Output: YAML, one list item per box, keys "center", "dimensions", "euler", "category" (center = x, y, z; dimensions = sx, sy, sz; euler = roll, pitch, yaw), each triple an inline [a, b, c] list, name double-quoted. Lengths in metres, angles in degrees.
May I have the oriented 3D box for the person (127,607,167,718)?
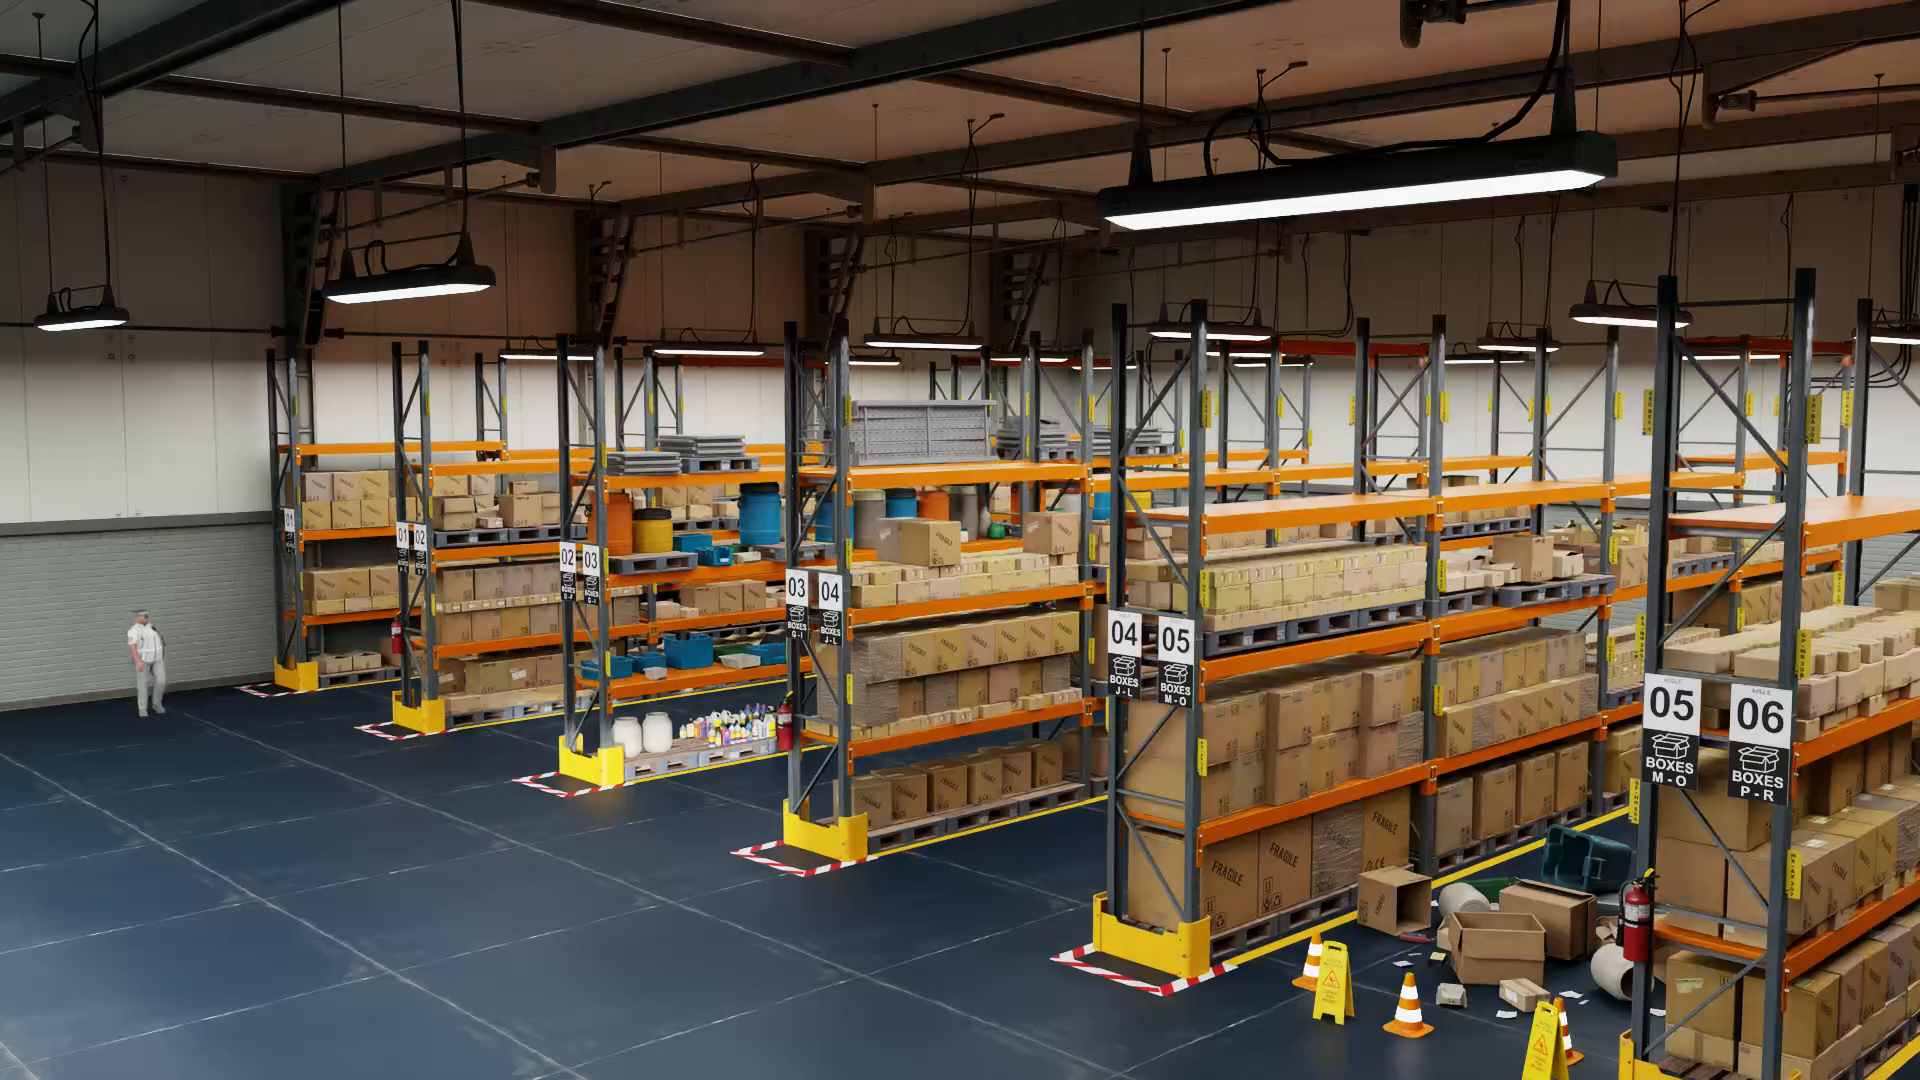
- center: [-13.149, 1.978, 26.927]
  dimensions: [0.571, 1.784, 0.605]
  euler: [4, 6, 38]
  category: "person"
